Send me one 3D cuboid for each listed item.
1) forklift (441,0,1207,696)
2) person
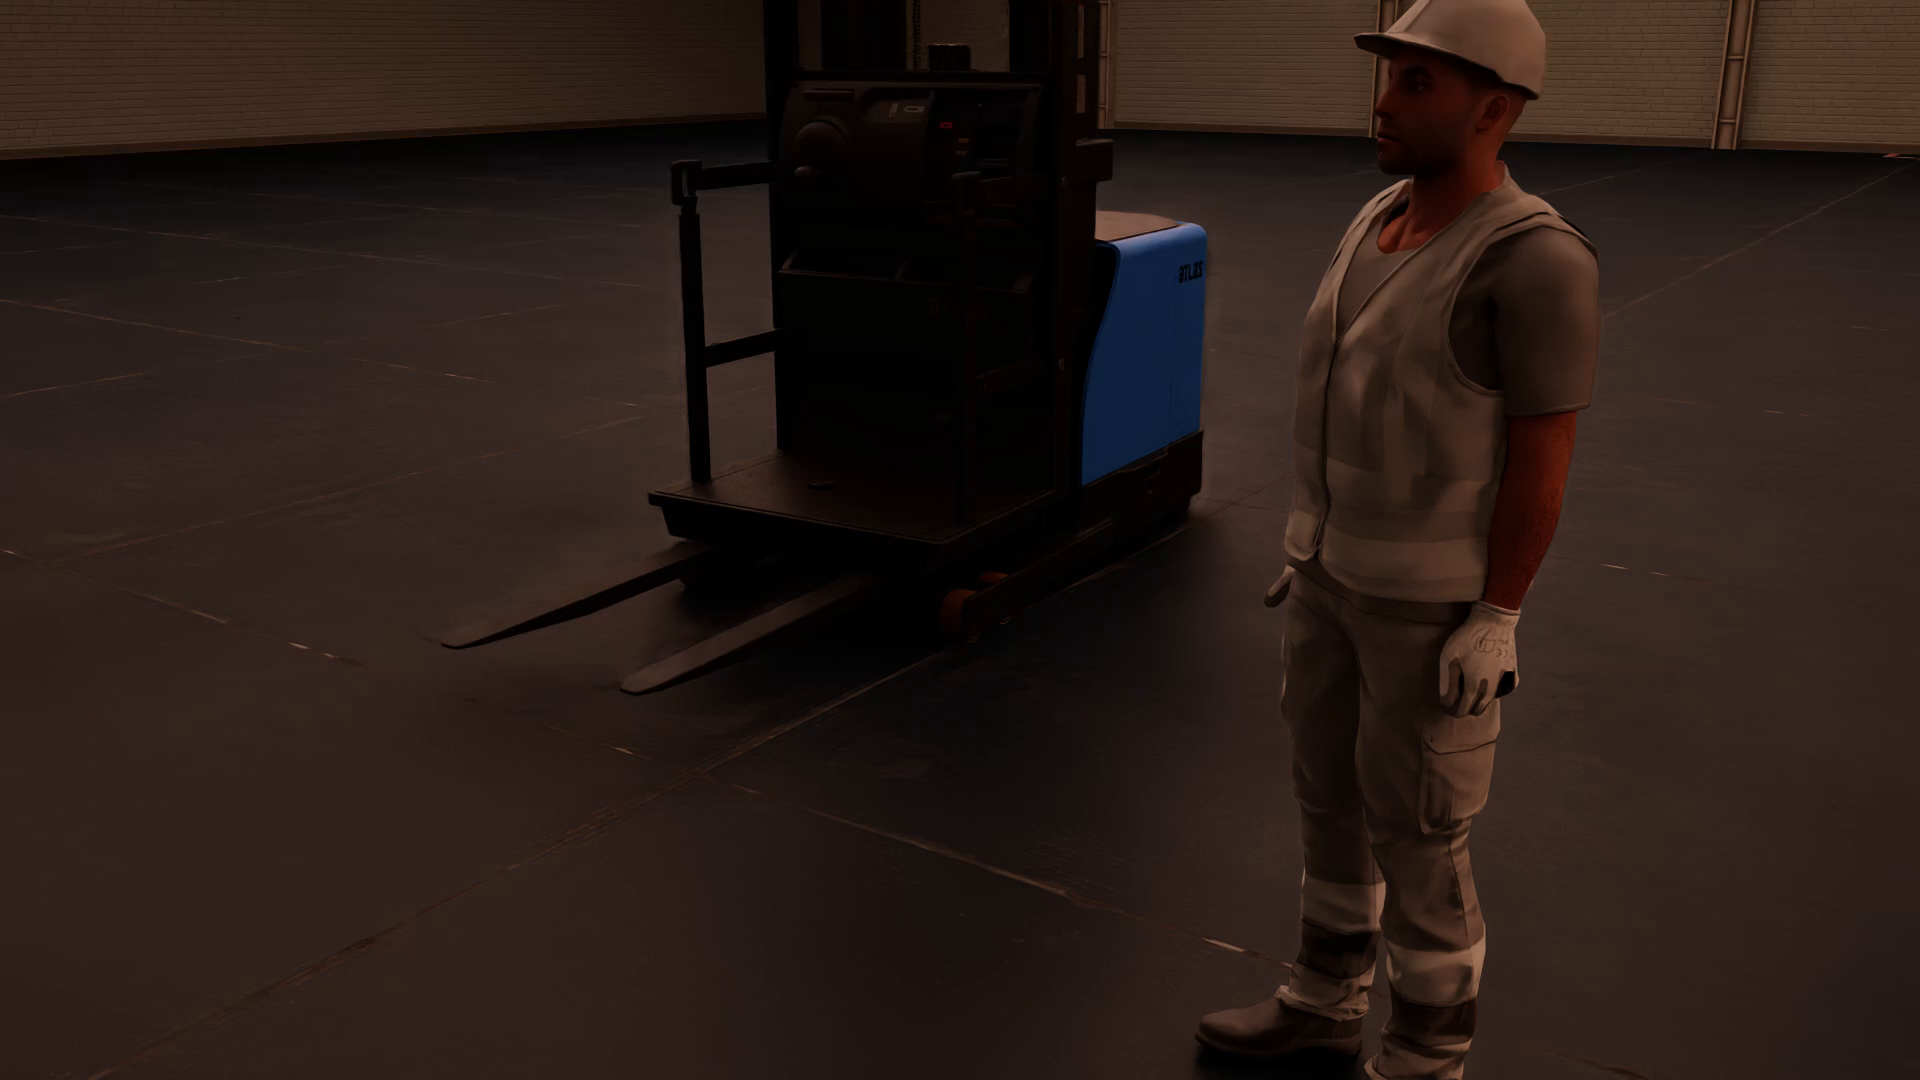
[{"bbox_3d":[-0.273,-1.246,5.000,1.130,2.935,3.031,10,19,30],"label":"forklift"},{"bbox_3d":[0.660,0.079,2.561,0.375,1.794,0.535,-6,18,-20],"label":"person"}]
